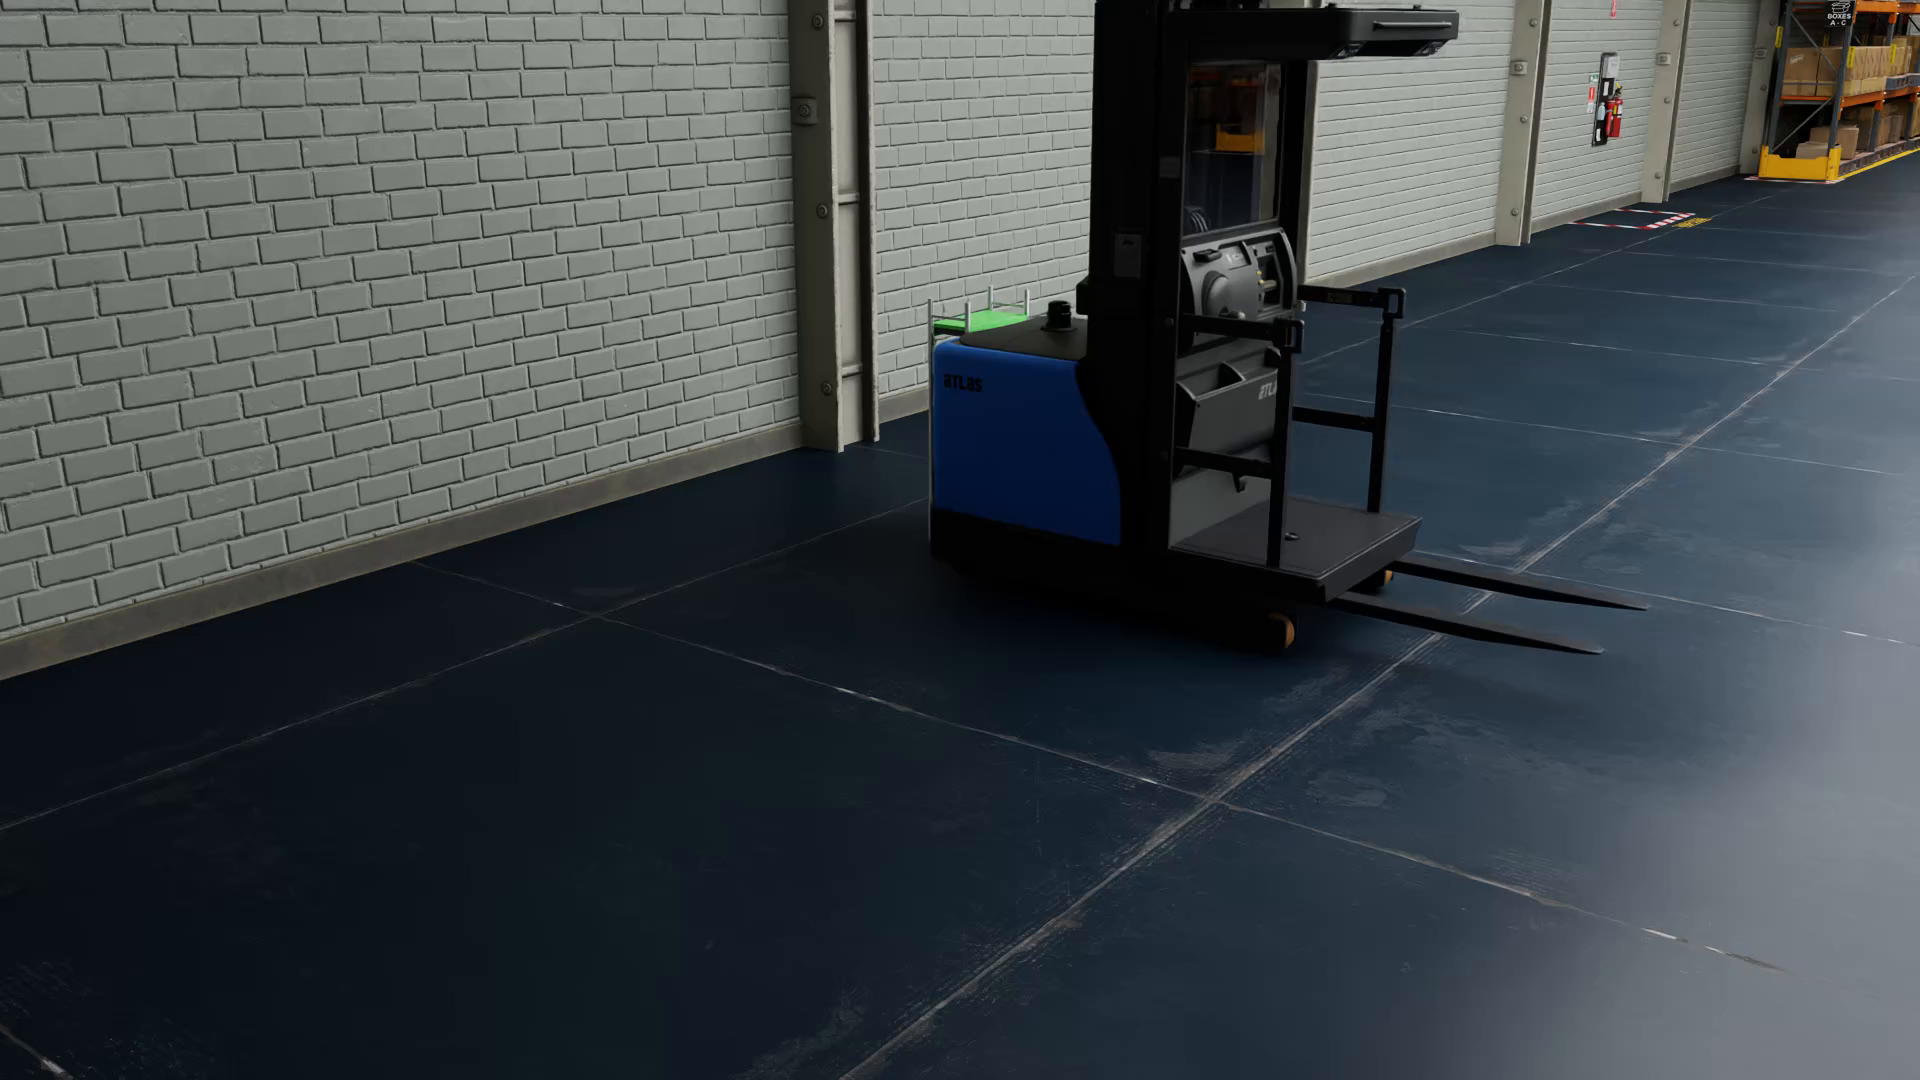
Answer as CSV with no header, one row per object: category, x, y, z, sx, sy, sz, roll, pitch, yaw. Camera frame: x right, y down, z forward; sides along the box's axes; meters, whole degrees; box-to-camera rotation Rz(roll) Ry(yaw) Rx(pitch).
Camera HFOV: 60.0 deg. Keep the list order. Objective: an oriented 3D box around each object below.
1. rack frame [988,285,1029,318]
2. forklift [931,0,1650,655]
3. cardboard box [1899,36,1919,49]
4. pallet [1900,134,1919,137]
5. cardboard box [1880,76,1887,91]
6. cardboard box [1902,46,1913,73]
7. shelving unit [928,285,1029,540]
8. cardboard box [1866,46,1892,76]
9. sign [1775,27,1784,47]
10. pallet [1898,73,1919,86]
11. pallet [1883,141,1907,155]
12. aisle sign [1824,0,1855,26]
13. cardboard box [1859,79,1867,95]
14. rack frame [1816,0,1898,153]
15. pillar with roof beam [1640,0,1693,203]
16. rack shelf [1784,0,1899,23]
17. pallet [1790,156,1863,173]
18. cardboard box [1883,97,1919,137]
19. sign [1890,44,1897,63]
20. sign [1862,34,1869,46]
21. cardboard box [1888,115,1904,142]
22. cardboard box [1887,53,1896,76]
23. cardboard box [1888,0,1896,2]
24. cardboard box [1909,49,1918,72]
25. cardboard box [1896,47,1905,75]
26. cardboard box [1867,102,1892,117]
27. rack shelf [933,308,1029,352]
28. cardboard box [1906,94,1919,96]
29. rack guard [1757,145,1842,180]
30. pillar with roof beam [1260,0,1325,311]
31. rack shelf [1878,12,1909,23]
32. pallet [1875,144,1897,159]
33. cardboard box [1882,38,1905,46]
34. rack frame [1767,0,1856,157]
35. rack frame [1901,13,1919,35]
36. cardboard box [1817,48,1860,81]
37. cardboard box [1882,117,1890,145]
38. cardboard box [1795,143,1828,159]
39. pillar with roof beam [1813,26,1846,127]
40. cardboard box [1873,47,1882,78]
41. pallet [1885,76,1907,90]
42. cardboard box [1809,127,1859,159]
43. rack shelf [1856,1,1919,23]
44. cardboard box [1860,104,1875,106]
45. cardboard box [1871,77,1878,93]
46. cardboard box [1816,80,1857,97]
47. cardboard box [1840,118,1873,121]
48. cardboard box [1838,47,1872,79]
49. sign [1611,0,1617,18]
rack frame,0.239,-0.672,8.384,0.240,1.200,0.015,12,21,35
forklift,1.349,-1.115,6.892,3.031,2.935,1.130,12,21,35
cardboard box,19.106,-9.957,33.282,0.500,0.250,0.500,13,22,36
pallet,19.869,-8.462,35.138,1.003,0.211,1.213,12,21,35
cardboard box,16.189,-8.149,29.647,0.500,0.250,0.500,12,21,35
cardboard box,18.339,-9.474,32.785,0.700,0.500,0.500,10,20,28
shelving unit,0.093,-0.614,8.197,0.258,1.200,0.503,12,21,35
cardboard box,16.195,-8.506,29.533,0.500,0.500,0.500,12,21,35
sign,13.411,-8.232,27.208,0.100,0.325,0.005,12,21,35
pallet,18.272,-9.050,32.653,1.213,0.211,1.003,12,21,35
pallet,18.145,-7.813,33.046,1.003,0.211,1.213,12,21,35
aisle sign,14.043,-8.596,26.484,0.394,0.787,0.004,12,21,35
cardboard box,14.997,-7.669,28.102,0.500,0.250,0.500,12,21,34
rack frame,16.228,-8.378,30.163,1.000,3.000,0.127,12,21,35
pillar with roof beam,13.449,-8.420,20.183,9.100,9.000,0.400,12,21,35
rack shelf,15.036,-8.990,28.291,1.077,0.370,4.000,12,21,35
pallet,15.130,-6.588,29.102,1.003,0.211,1.213,12,21,35
cardboard box,19.155,-8.656,33.977,0.750,0.750,0.750,12,21,34
sign,16.668,-8.697,29.732,0.100,0.325,0.005,12,21,35
sign,18.164,-9.981,33.373,0.100,0.325,0.005,12,21,35
cardboard box,18.224,-8.166,32.955,0.700,0.500,0.500,13,21,35
cardboard box,16.897,-8.883,30.879,0.700,0.500,0.500,15,23,40
cardboard box,16.124,-9.703,29.171,0.500,0.500,0.500,13,22,36
cardboard box,19.106,-9.600,33.396,0.500,0.500,0.500,13,22,36
cardboard box,17.615,-9.174,31.817,0.700,0.500,0.500,12,21,35
cardboard box,17.834,-8.399,32.442,0.500,0.250,0.500,13,21,36
rack shelf,0.093,-1.011,8.073,0.258,0.148,0.480,12,21,35
cardboard box,20.185,-9.067,35.300,0.750,0.750,0.750,13,22,36
rack guard,13.890,-6.249,27.525,1.175,0.500,0.348,12,21,35
pillar with roof beam,6.299,-5.562,10.980,9.100,9.000,0.400,12,21,35
rack shelf,19.803,-10.896,34.427,1.077,0.370,4.000,12,21,35
pallet,17.417,-7.523,32.115,1.003,0.211,1.213,12,21,35
cardboard box,18.250,-9.731,32.518,0.380,0.149,0.250,9,19,26
rack frame,13.845,-7.425,27.096,1.000,3.000,0.127,12,21,35
rack frame,20.995,-10.283,36.299,1.000,3.000,0.127,12,21,35
cardboard box,14.370,-7.782,27.199,0.500,0.500,0.500,12,21,35
cardboard box,17.551,-7.941,32.229,0.700,0.500,0.500,12,21,34
cardboard box,14.329,-6.500,27.909,0.500,0.311,0.500,10,20,29
pillar with roof beam,20.599,-11.278,29.387,9.100,9.000,0.400,12,21,35
cardboard box,15.593,-8.269,28.767,0.500,0.500,0.500,12,21,33
pallet,16.800,-8.442,30.695,1.003,0.211,1.213,12,21,35
cardboard box,15.146,-6.892,28.852,0.700,0.500,0.500,11,20,31
rack shelf,17.420,-9.943,31.359,1.077,0.370,4.000,12,21,35
cardboard box,17.220,-8.160,31.673,0.500,0.250,0.500,12,21,33
cardboard box,15.598,-7.909,28.875,0.500,0.250,0.500,12,21,34
cardboard box,14.390,-7.423,27.308,0.500,0.250,0.500,12,21,33
cardboard box,16.921,-7.704,31.468,0.700,0.500,0.500,12,21,34
cardboard box,14.986,-8.019,27.965,0.500,0.500,0.500,12,21,33
sign,8.404,-6.856,21.356,0.001,0.298,0.199,12,21,35
